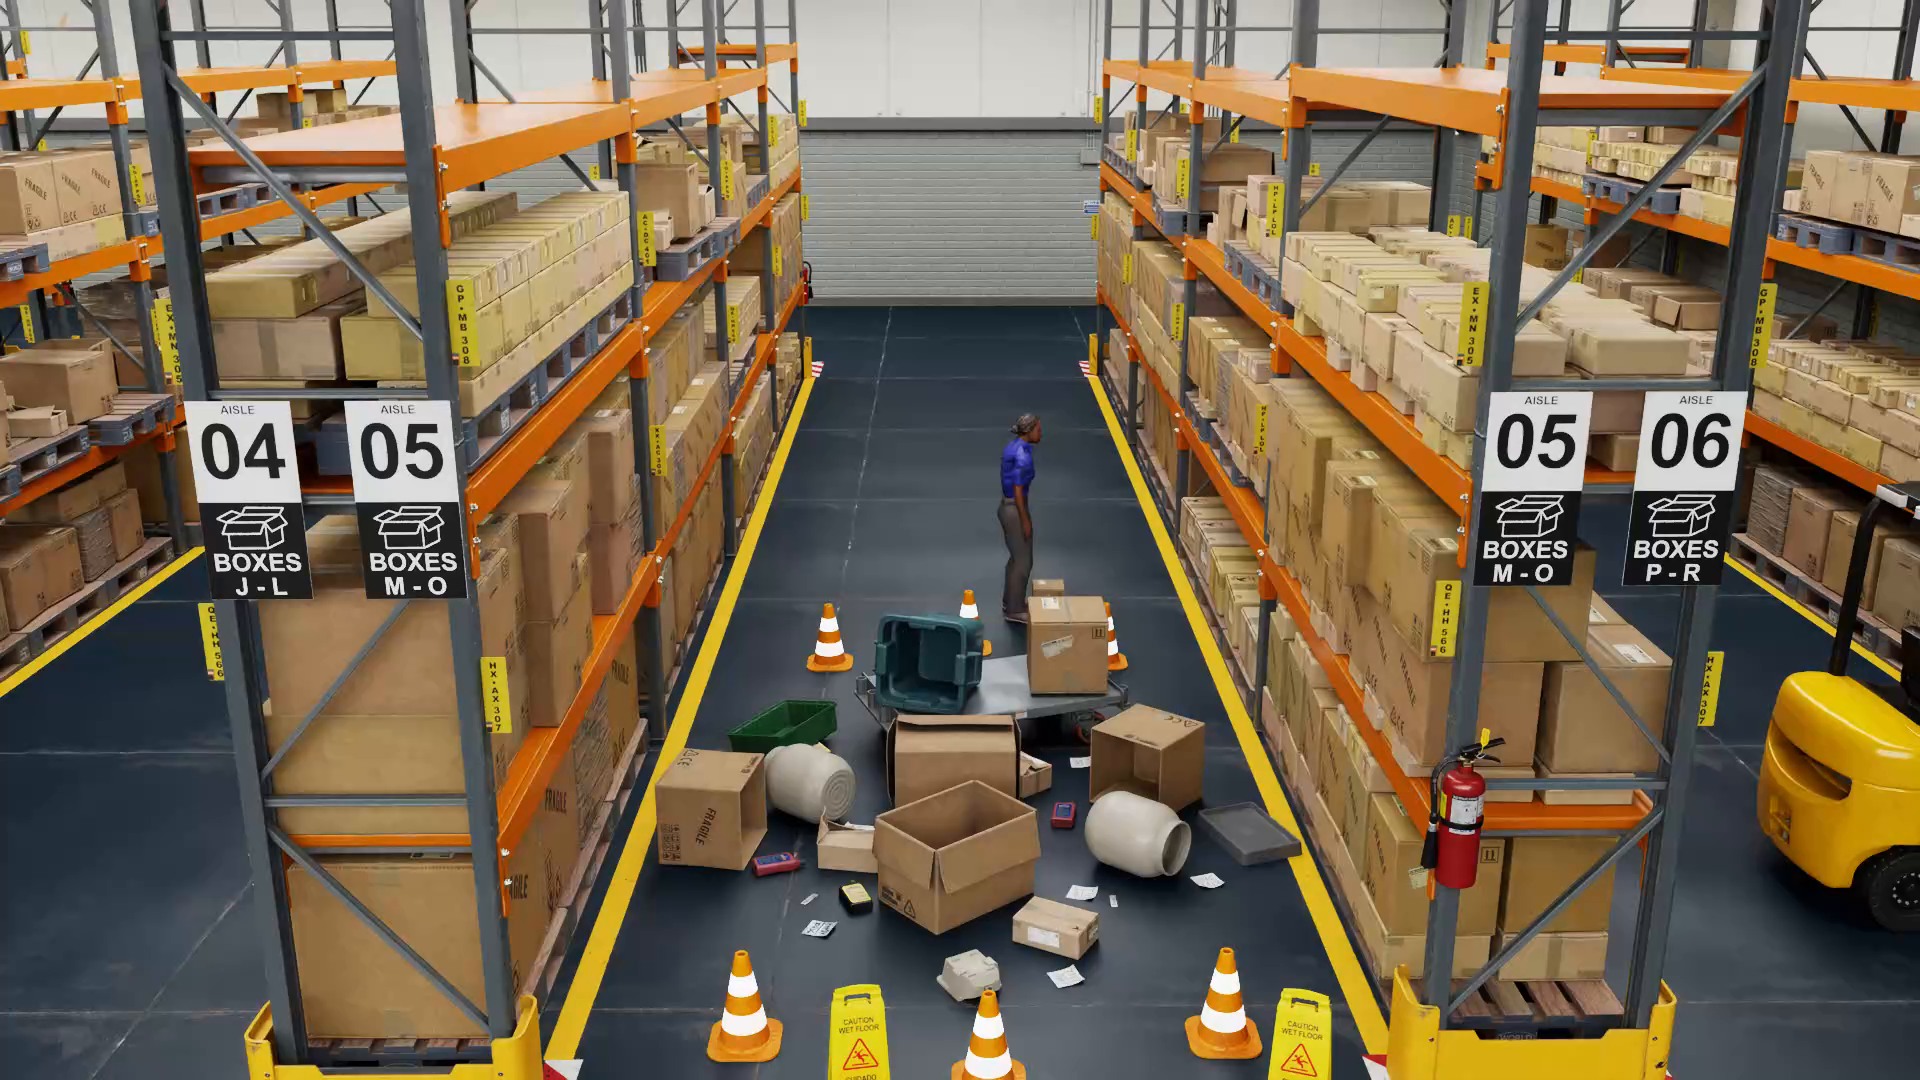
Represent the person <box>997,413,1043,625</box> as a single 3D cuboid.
[{"bbox_3d":[0.476,-0.191,13.170,0.351,1.654,0.531,-1,17,-4],"label":"person"}]
